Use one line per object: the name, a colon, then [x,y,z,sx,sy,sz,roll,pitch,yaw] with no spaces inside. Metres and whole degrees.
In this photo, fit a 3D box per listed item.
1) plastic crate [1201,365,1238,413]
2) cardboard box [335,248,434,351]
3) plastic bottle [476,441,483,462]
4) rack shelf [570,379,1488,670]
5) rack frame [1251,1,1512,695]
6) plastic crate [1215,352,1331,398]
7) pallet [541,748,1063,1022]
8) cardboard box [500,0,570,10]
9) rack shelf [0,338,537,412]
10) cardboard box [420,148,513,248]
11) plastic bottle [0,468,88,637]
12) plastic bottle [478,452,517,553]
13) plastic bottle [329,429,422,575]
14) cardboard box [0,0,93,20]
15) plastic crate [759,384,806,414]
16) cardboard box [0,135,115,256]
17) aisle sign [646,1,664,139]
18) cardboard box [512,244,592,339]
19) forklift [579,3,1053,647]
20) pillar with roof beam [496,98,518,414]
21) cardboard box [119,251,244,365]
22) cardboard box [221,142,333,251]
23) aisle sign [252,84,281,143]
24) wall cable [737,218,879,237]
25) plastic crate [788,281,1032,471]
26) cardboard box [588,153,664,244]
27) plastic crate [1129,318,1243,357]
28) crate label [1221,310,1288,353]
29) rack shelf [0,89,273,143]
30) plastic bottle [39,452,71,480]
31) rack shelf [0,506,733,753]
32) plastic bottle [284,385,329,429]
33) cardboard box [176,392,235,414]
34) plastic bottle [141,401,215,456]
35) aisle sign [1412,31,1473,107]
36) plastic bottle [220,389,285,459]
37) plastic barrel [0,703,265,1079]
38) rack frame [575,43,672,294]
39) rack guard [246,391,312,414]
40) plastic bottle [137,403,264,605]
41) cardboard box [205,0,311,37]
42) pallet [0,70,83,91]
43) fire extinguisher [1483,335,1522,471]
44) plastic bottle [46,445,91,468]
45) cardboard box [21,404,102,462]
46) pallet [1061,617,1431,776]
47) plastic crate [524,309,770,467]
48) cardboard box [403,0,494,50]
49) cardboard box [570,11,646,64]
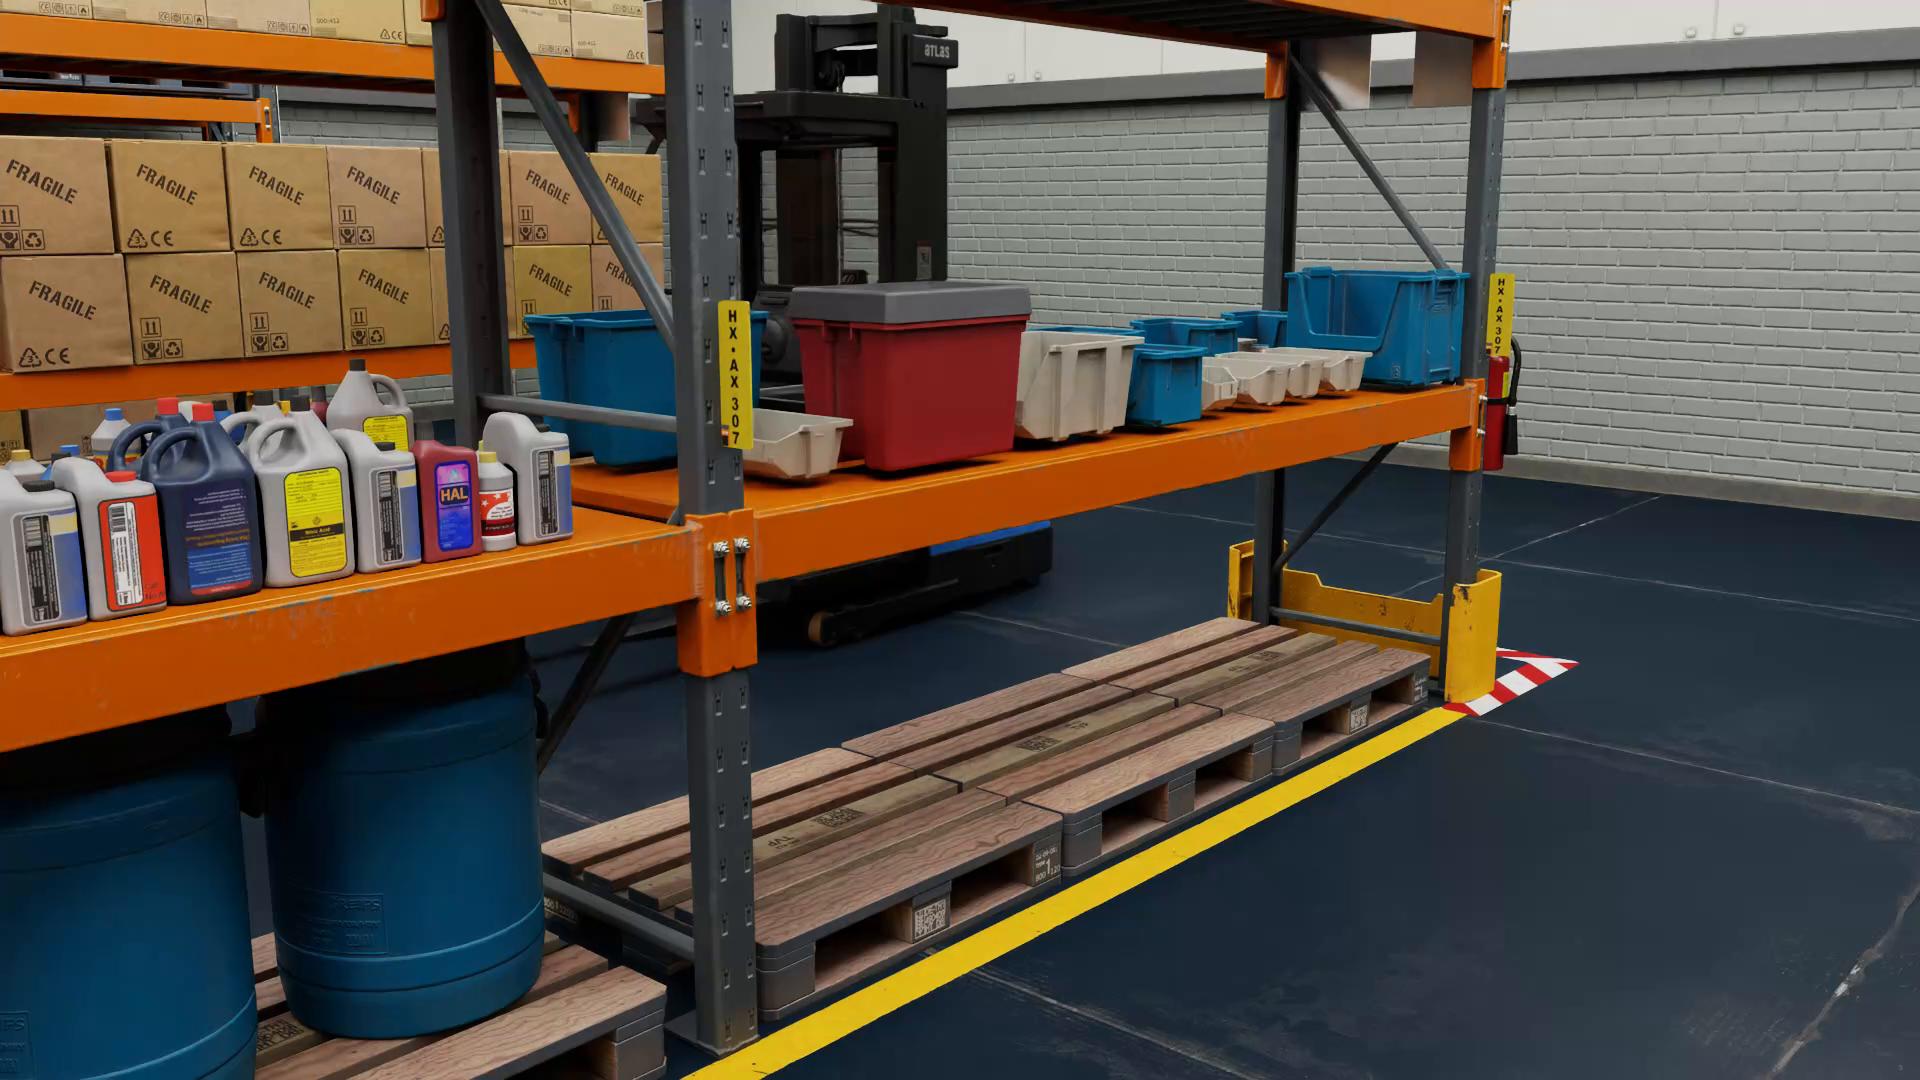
plastic crate: [0.782,-0.514,5.647,0.298,0.136,0.250,10,15,40]
cardboard box: [-3.082,-1.254,8.574,0.500,0.500,0.500,9,15,40]
plastic bottle: [-1.030,-0.116,3.641,0.097,0.201,0.097,0,11,0]
rack shelf: [0.413,-0.241,5.598,1.077,0.370,4.000,10,15,40]
rack frame: [1.733,-0.888,7.001,1.000,3.000,0.127,10,15,40]
plastic crate: [1.129,-0.604,6.099,0.396,0.136,0.243,10,15,40]
pallet: [-0.451,0.954,4.894,1.003,0.211,1.213,10,15,40]
cardboard box: [-2.462,-2.990,8.970,0.500,0.250,0.500,10,15,40]
rack shelf: [-3.305,-0.882,8.807,1.077,0.370,4.000,10,15,40]
cardboard box: [-2.744,-1.816,8.839,0.500,0.500,0.500,10,15,42]
plastic bottle: [-1.587,0.008,2.827,0.152,0.276,0.135,10,15,40]
plastic bottle: [-0.980,-0.082,3.471,0.097,0.201,0.097,0,11,0]
plastic bottle: [-1.166,-0.085,3.298,0.152,0.276,0.135,10,15,40]
cardboard box: [-4.118,-2.378,7.182,0.500,0.250,0.500,10,15,40]
plastic crate: [-0.370,-0.394,5.074,0.437,0.125,0.590,10,15,40]
cardboard box: [-4.103,-1.513,7.321,0.500,0.500,0.500,10,15,42]
aisle sign: [-1.710,-2.775,9.807,0.394,0.787,0.004,10,15,40]
cardboard box: [-2.416,-1.401,9.309,0.500,0.500,0.500,10,15,41]
forklift: [-0.827,-1.050,7.983,1.130,2.935,3.031,9,15,39]
pillar with roof beam: [-1.342,-5.064,12.588,9.100,9.000,0.400,10,15,40]
cardboard box: [-3.749,-1.105,7.832,0.500,0.500,0.500,10,15,41]
cardboard box: [-3.423,-1.665,8.079,0.500,0.500,0.500,9,15,39]
aisle sign: [-5.436,-3.416,13.018,0.394,0.787,0.004,10,15,40]
wall cable: [-1.706,-4.374,17.065,3.097,2.526,0.112,10,15,40]
plastic crate: [-0.129,-0.460,4.537,0.402,0.464,0.583,10,15,40]
cardboard box: [-2.072,-1.968,9.596,0.500,0.500,0.500,10,15,40]
plastic crate: [0.889,-0.745,6.557,0.416,0.233,0.300,10,15,40]
crate label: [1.323,-0.842,7.042,0.416,0.233,0.303,10,15,40]
rack shelf: [-7.029,-2.993,11.717,1.077,0.370,4.000,10,15,40]
plastic bottle: [-1.604,-0.022,2.994,0.097,0.271,0.097,0,11,0]
rack shelf: [-2.227,0.347,2.651,1.077,0.370,4.000,10,15,40]
plastic bottle: [-1.558,-0.224,3.973,0.061,0.283,0.133,10,15,40]
cardboard box: [-6.095,-1.033,13.037,0.700,0.500,0.500,10,15,40]
plastic bottle: [-1.740,-0.166,3.702,0.152,0.276,0.135,10,15,40]
aisle sign: [2.001,-2.136,6.609,0.394,0.787,0.004,10,15,40]
plastic bottle: [-1.376,-0.117,3.263,0.144,0.351,0.185,10,15,40]
plastic barrel: [-1.746,0.705,3.307,0.600,0.901,0.708,10,15,40]
rack frame: [-1.985,-1.529,10.210,1.000,3.000,0.127,10,15,40]
rack guard: [-5.693,-0.947,13.676,1.175,0.500,0.348,10,15,40]
plastic bottle: [-1.390,-0.071,3.034,0.144,0.351,0.185,10,15,40]
cardboard box: [-3.454,-2.524,7.915,0.500,0.250,0.500,10,15,40]
pallet: [-6.996,-3.306,11.673,1.003,0.211,1.213,10,15,40]
fire extinguisher: [2.174,-0.631,6.862,0.296,0.674,0.183,10,15,40]
plastic bottle: [-1.902,-0.102,3.570,0.097,0.201,0.097,0,11,0]
cardboard box: [-6.757,-0.886,12.297,0.700,0.500,0.500,9,14,39]
pallet: [1.160,0.595,6.691,1.003,0.211,1.213,10,15,40]
plastic crate: [-0.855,-0.434,4.614,0.392,0.384,0.575,10,15,40]
cardboard box: [-2.785,-2.670,8.644,0.500,0.250,0.500,10,15,40]
cardboard box: [-2.126,-2.817,9.382,0.500,0.250,0.500,10,15,40]
